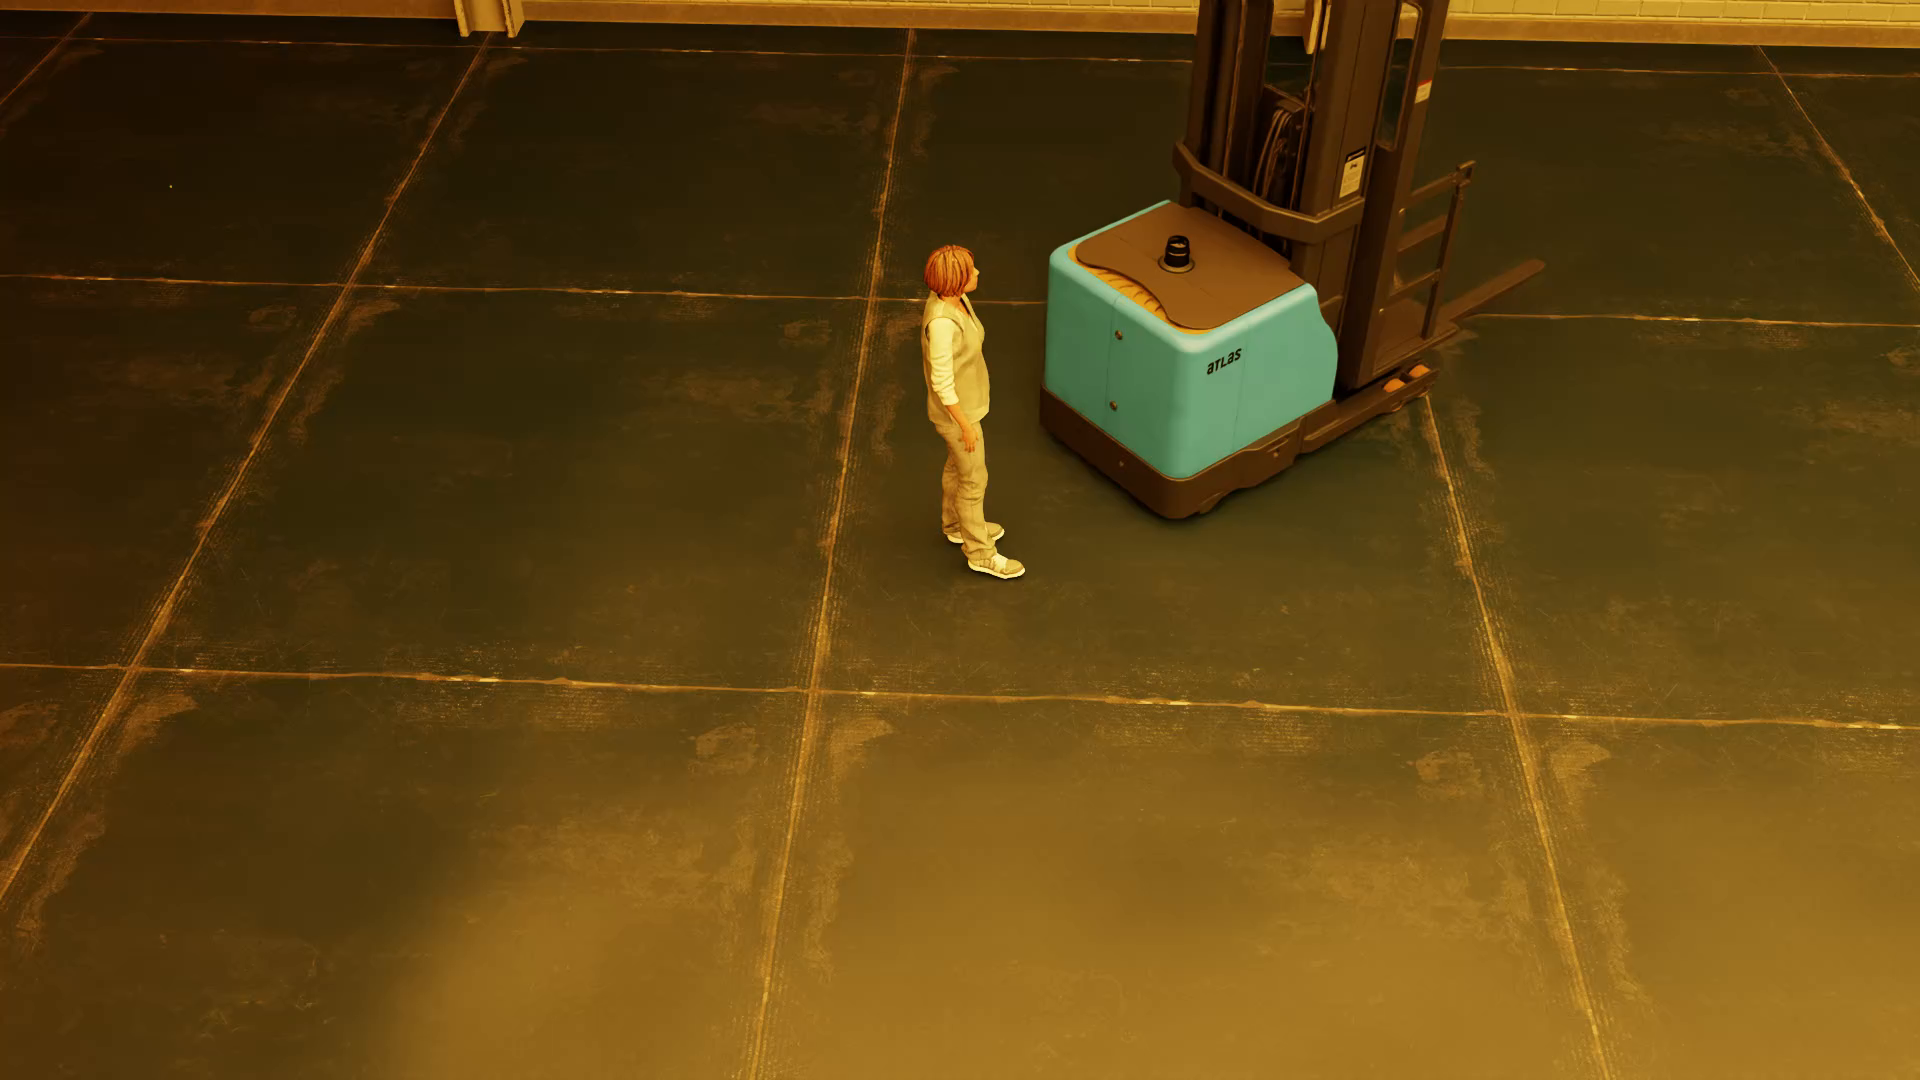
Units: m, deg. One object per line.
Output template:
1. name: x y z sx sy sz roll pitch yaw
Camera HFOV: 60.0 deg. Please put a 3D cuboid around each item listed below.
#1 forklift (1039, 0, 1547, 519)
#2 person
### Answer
1. forklift: 1.877 -2.007 7.941 3.031 2.935 1.130 -28 49 -27
2. person: 0.073 -0.583 7.359 0.474 1.598 0.519 2 42 2
